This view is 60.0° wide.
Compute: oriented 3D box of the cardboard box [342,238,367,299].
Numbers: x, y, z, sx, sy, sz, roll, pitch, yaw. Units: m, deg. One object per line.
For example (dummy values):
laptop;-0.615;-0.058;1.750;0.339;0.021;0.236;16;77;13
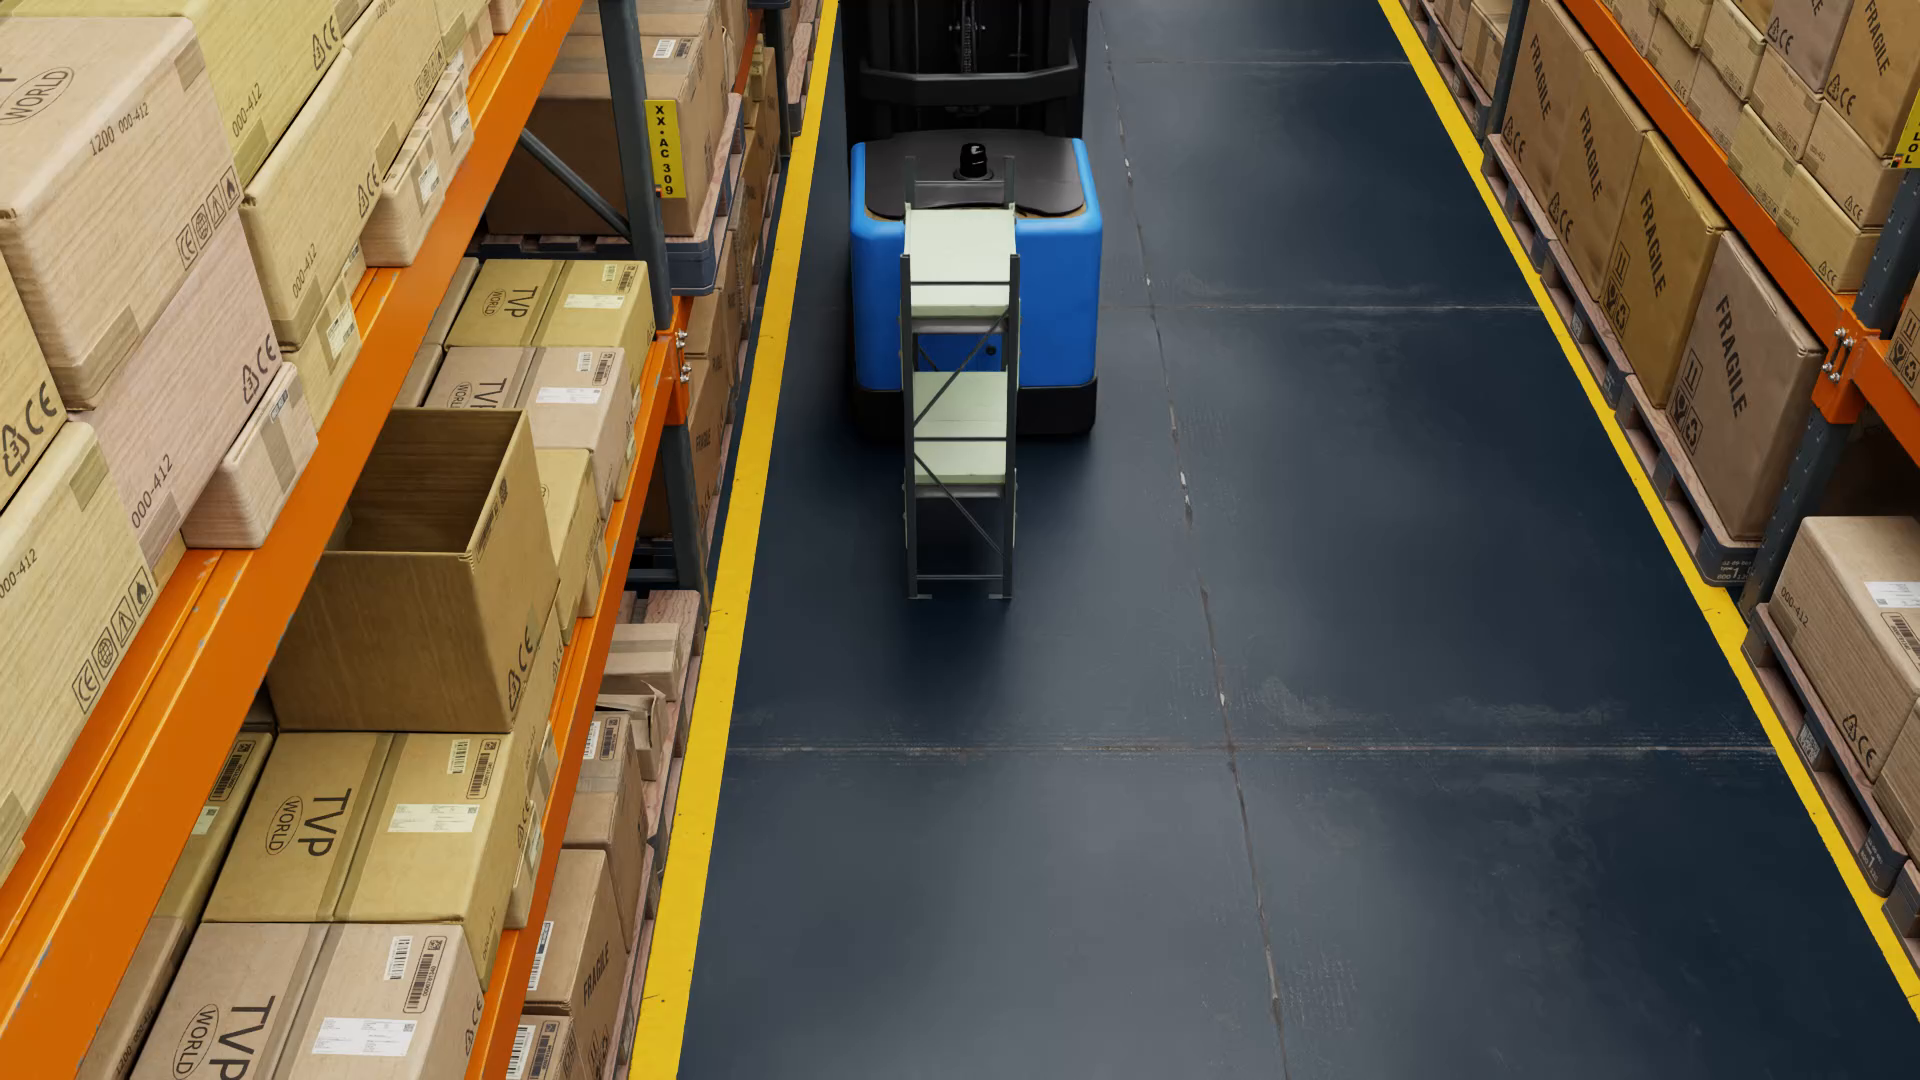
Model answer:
cardboard box;-1.202;-0.441;2.704;0.380;0.149;0.250;0;39;-1

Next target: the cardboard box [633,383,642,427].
cardboard box;-1.187;-0.411;5.066;0.380;0.149;0.250;1;39;1

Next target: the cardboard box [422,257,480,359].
cardboard box;-1.731;-0.619;5.006;0.500;0.250;0.500;0;39;-1

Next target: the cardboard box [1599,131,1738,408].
cardboard box;3.412;-1.165;7.168;0.875;0.875;0.875;1;39;1

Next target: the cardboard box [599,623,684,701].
cardboard box;-1.168;0.425;5.765;0.380;0.149;0.250;-1;39;-1

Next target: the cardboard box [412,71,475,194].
cardboard box;-1.135;-0.757;3.098;0.380;0.149;0.250;1;39;1

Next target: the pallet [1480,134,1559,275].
pallet;3.423;-1.798;8.824;1.003;0.211;1.213;0;39;0

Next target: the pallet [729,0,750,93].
pallet;-1.460;-2.082;7.103;1.003;0.211;1.213;0;39;0

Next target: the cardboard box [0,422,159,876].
cardboard box;-1.184;0.124;1.680;0.500;0.250;0.500;0;39;-1

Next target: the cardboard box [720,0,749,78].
cardboard box;-1.240;-2.192;6.670;0.700;0.500;0.500;0;39;0

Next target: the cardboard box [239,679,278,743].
cardboard box;-1.719;0.326;3.827;0.500;0.250;0.500;0;39;0

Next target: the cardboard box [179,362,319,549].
cardboard box;-1.132;-0.122;2.306;0.380;0.149;0.250;1;39;1

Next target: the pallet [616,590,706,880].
pallet;-1.462;0.646;5.775;1.003;0.211;1.213;0;39;0

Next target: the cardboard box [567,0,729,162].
cardboard box;-1.239;-1.701;6.058;0.700;0.500;0.500;0;39;0

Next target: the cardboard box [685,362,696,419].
cardboard box;-1.196;-0.538;6.167;0.380;0.149;0.250;2;39;2

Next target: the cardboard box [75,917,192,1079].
cardboard box;-1.723;0.962;3.032;0.500;0.250;0.500;0;39;0

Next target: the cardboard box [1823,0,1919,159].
cardboard box;3.250;-1.586;5.451;0.500;0.500;0.500;1;39;1

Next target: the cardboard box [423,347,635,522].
cardboard box;-1.202;-0.297;4.605;0.500;0.250;0.500;0;39;0

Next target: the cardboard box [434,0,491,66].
cardboard box;-1.211;-1.153;3.273;0.500;0.250;0.500;1;39;1

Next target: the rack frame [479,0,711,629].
rack frame;-1.462;-0.871;5.439;1.000;3.000;0.127;0;39;0

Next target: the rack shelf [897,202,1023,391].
rack shelf;0.000;-0.894;6.042;0.431;0.370;0.720;0;39;0

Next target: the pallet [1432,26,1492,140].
pallet;3.498;-2.779;10.049;1.003;0.211;1.213;0;39;0

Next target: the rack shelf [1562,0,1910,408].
rack shelf;3.500;-1.847;7.232;1.077;0.370;4.000;0;39;0

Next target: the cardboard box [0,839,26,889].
cardboard box;-1.225;0.358;1.707;0.380;0.149;0.250;1;39;1

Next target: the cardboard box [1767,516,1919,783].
cardboard box;3.395;0.351;5.626;0.875;0.438;0.875;-1;39;-1

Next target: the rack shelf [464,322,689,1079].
rack shelf;-1.460;0.660;4.103;1.077;0.370;4.000;0;39;0

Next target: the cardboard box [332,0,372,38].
cardboard box;-1.213;-1.022;2.710;0.500;0.250;0.500;1;39;1

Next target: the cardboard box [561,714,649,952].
cardboard box;-1.326;0.875;4.922;0.700;0.500;0.500;-1;39;-2

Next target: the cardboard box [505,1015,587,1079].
cardboard box;-1.325;1.524;4.112;0.700;0.500;0.500;1;39;2

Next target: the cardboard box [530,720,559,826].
cardboard box;-1.156;0.552;3.864;0.380;0.149;0.250;1;39;1

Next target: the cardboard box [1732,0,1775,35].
cardboard box;3.261;-2.226;6.250;0.500;0.500;0.500;1;39;1

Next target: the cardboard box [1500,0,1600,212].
cardboard box;3.415;-2.282;8.562;0.875;0.875;0.875;0;39;0

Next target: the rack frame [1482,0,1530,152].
rack frame;3.497;-3.379;8.568;1.000;3.000;0.127;0;39;0

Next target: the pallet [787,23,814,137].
pallet;-1.428;-2.800;10.075;1.003;0.211;1.213;0;39;0

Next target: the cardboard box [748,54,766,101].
cardboard box;-1.181;-2.335;8.410;0.380;0.149;0.250;-2;39;-2

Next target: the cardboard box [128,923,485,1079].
cardboard box;-1.189;0.973;3.019;0.500;0.250;0.500;0;39;0

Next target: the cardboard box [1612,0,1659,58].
cardboard box;3.259;-2.365;7.422;0.500;0.250;0.500;1;39;1

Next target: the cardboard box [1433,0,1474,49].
cardboard box;3.498;-3.332;10.275;0.950;0.372;0.625;-1;39;-1

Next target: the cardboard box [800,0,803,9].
cardboard box;-1.463;-3.830;10.693;0.875;0.625;0.625;-2;39;-2

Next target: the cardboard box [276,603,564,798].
cardboard box;-1.215;0.336;3.814;0.500;0.250;0.500;-1;39;-1

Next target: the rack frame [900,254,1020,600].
rack frame;0.000;-0.361;6.001;0.400;1.500;0.023;0;39;0

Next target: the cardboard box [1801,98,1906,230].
cardboard box;3.258;-1.289;5.681;0.500;0.250;0.500;0;39;0

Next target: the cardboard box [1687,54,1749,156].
cardboard box;3.268;-1.733;6.634;0.500;0.250;0.500;-1;39;-1

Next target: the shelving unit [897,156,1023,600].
shelving unit;0.000;-0.589;6.286;0.431;1.500;0.755;0;39;0

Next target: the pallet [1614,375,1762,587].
pallet;3.426;-0.272;6.920;1.003;0.211;1.213;0;39;0

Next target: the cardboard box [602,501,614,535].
cardboard box;-1.189;-0.085;4.658;0.380;0.149;0.250;1;39;1

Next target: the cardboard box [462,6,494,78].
cardboard box;-1.211;-1.078;3.498;0.380;0.149;0.250;1;39;1

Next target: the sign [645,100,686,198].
sign;-0.919;-1.214;5.175;0.100;0.325;0.005;0;39;0

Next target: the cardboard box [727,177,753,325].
cardboard box;-1.238;-1.332;7.677;0.500;0.500;0.500;-1;39;-2

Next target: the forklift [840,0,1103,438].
forklift;0.009;-2.484;7.506;1.130;2.935;3.031;-2;39;-2

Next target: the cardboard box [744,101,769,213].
cardboard box;-1.261;-1.984;8.490;0.500;0.500;0.500;-1;39;-1

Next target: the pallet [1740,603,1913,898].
pallet;3.424;0.686;5.725;1.003;0.211;1.213;0;39;0

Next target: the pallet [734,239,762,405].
pallet;-1.505;-1.057;7.900;1.003;0.211;1.213;0;39;0

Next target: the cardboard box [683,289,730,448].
cardboard box;-1.248;-0.696;6.882;0.500;0.500;0.500;-1;39;-1

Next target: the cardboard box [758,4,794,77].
cardboard box;-1.454;-3.000;9.658;0.875;0.625;0.625;1;39;1

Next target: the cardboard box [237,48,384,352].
cardboard box;-1.194;-0.514;2.476;0.500;0.250;0.500;-1;39;-1

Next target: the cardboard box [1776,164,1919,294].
cardboard box;3.249;-1.099;5.843;0.500;0.250;0.500;-1;39;-1

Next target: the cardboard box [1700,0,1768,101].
cardboard box;3.244;-1.926;6.475;0.500;0.250;0.500;1;39;1

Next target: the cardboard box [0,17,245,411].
cardboard box;-1.188;-0.389;1.920;0.500;0.250;0.500;0;39;0
